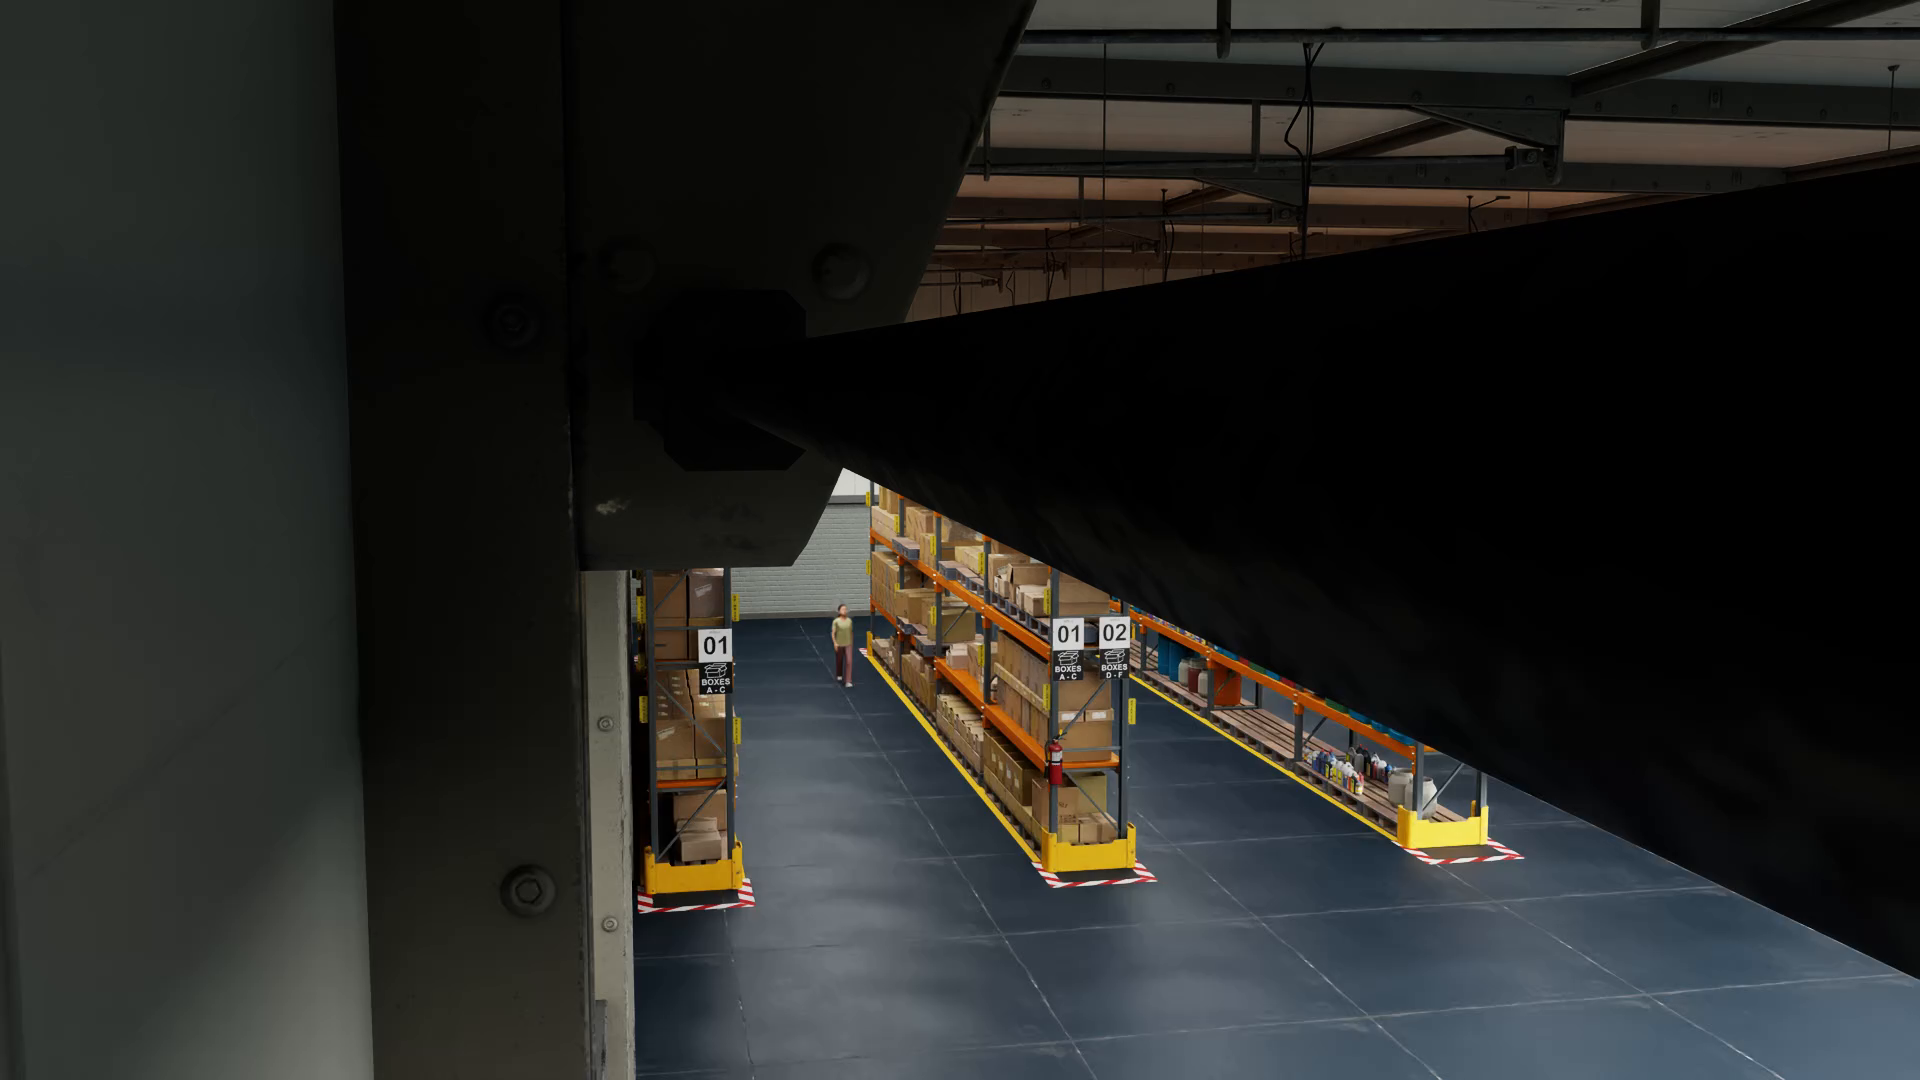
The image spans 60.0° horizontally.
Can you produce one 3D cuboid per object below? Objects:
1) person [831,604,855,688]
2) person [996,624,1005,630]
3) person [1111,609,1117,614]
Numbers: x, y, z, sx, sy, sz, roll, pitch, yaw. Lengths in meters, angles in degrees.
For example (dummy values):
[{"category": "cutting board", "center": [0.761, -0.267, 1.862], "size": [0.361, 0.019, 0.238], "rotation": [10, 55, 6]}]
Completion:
[{"category": "person", "center": [-2.312, 2.089, 32.942], "size": [0.472, 1.618, 1.014], "rotation": [-1, 6, -7]}, {"category": "person", "center": [1.052, 1.709, 35.990], "size": [0.550, 1.730, 1.034], "rotation": [-1, 6, -13]}, {"category": "person", "center": [4.008, 1.140, 41.305], "size": [0.573, 1.801, 0.541], "rotation": [-3, 6, -23]}]
